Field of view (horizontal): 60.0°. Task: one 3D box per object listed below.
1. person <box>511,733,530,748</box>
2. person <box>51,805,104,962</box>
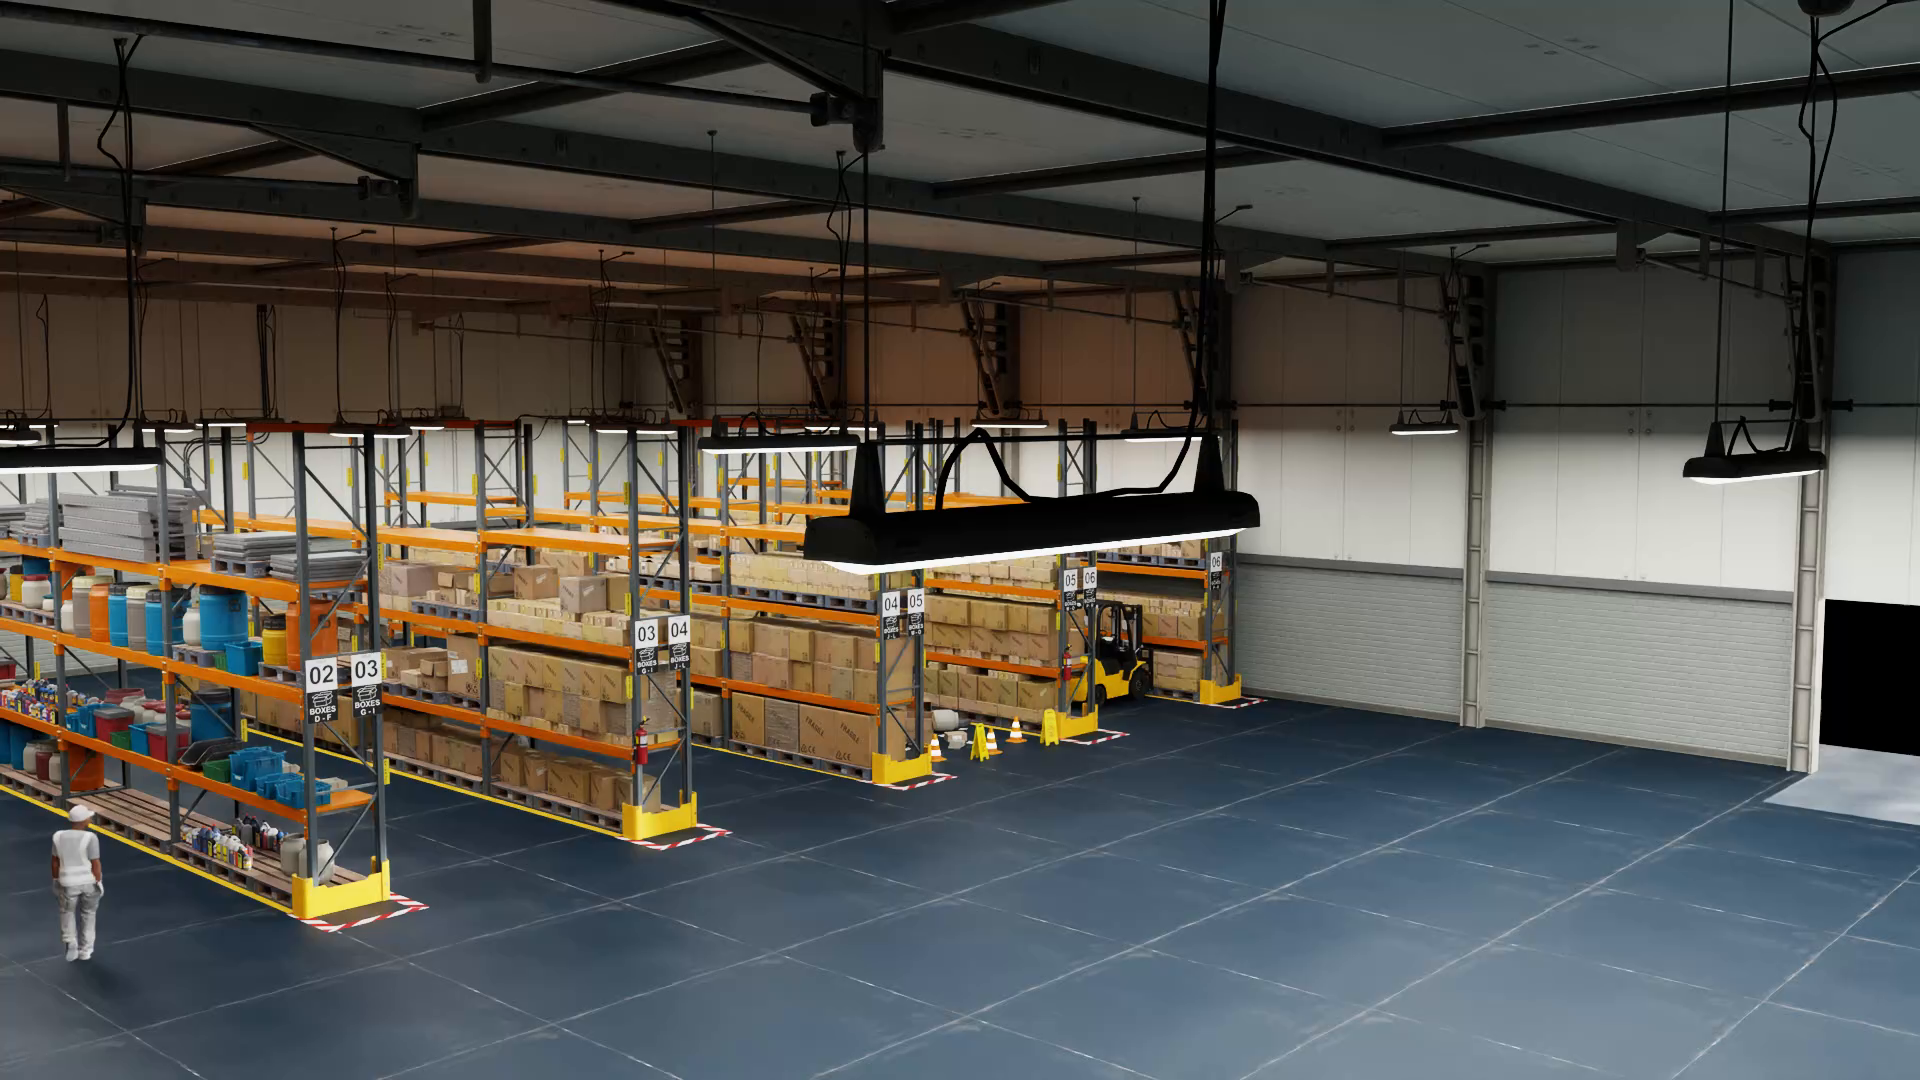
[{"bbox_3d":[-8.063,3.038,30.567,0.529,1.689,0.517,-1,5,-13],"label":"person"},{"bbox_3d":[-9.980,3.891,18.808,0.524,1.778,0.625,-2,5,-24],"label":"person"}]
